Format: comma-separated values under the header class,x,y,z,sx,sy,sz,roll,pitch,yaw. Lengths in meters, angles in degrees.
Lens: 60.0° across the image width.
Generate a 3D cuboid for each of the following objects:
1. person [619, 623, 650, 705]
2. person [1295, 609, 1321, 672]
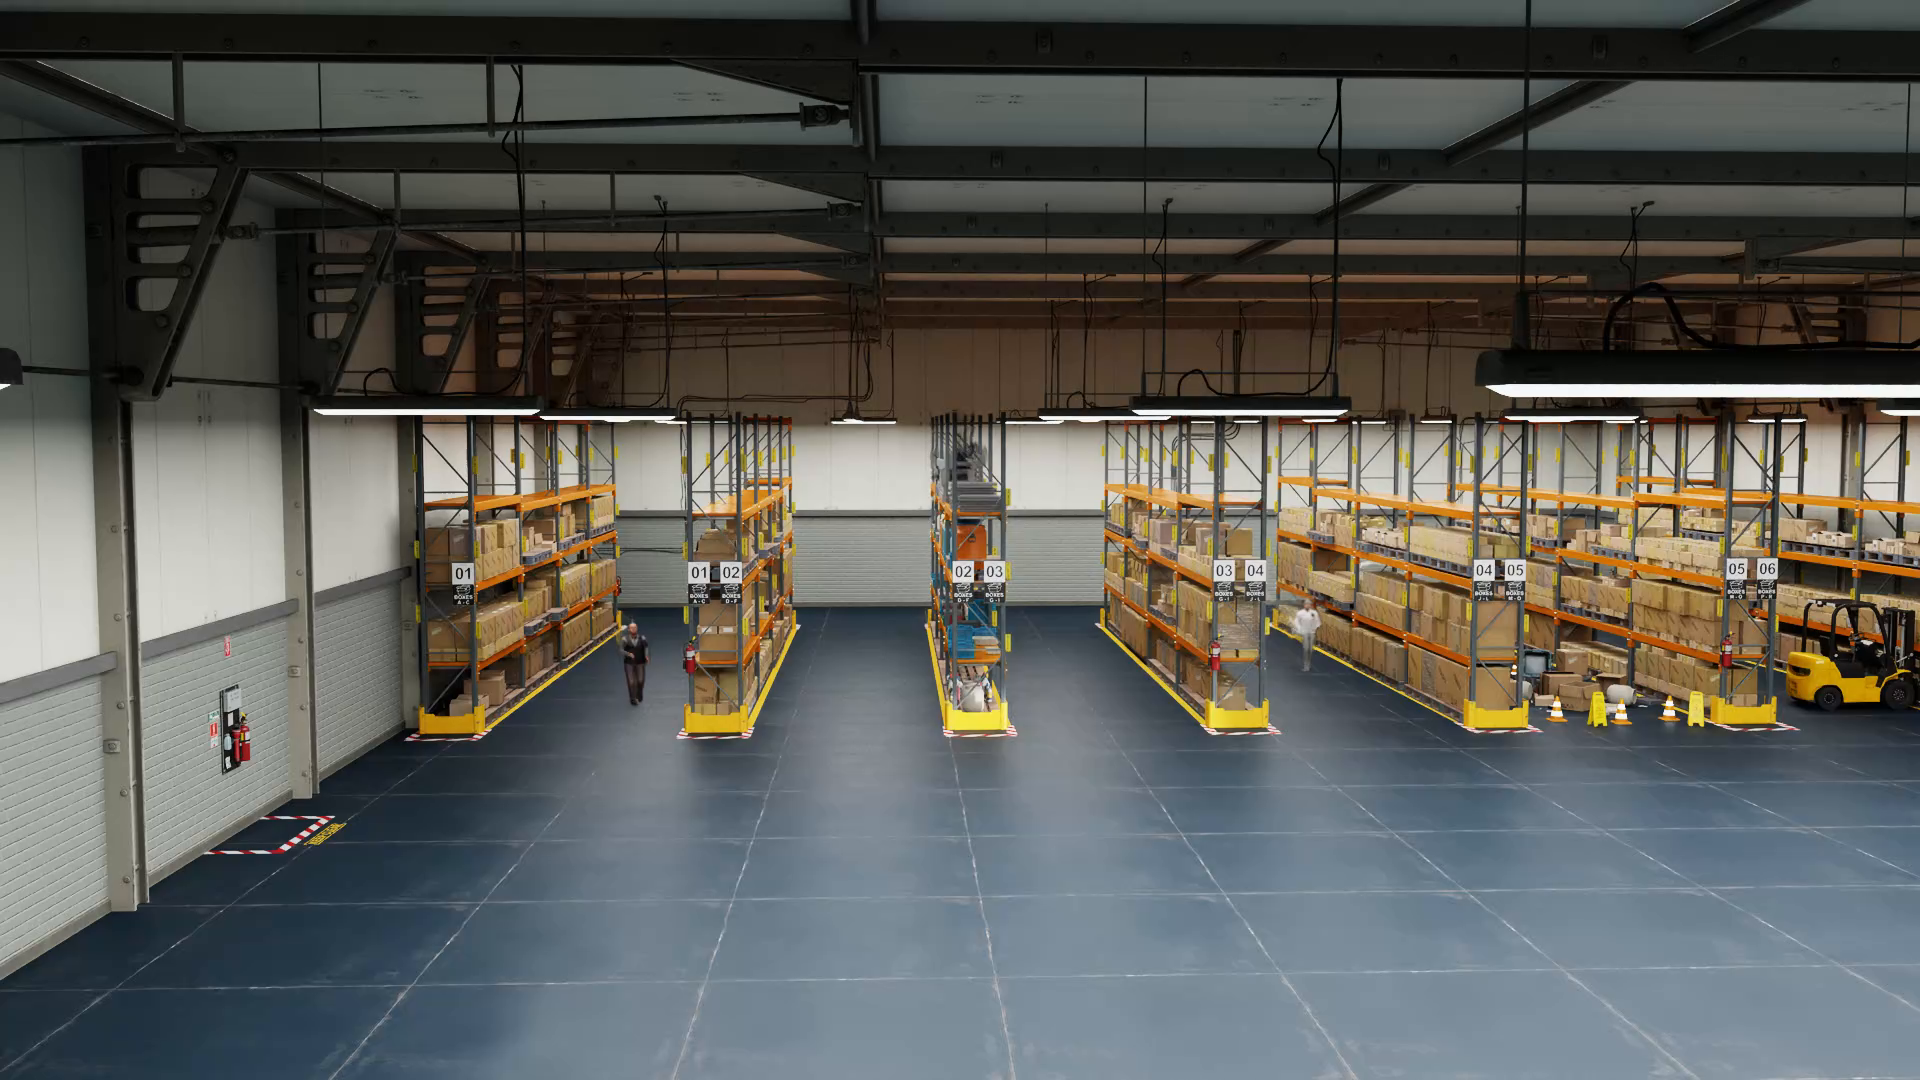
class,x,y,z,sx,sy,sz,roll,pitch,yaw
person,-6.661,2.552,34.109,0.643,1.682,0.598,-1,4,-16
person,8.191,2.325,39.128,0.608,1.459,0.797,0,4,6
